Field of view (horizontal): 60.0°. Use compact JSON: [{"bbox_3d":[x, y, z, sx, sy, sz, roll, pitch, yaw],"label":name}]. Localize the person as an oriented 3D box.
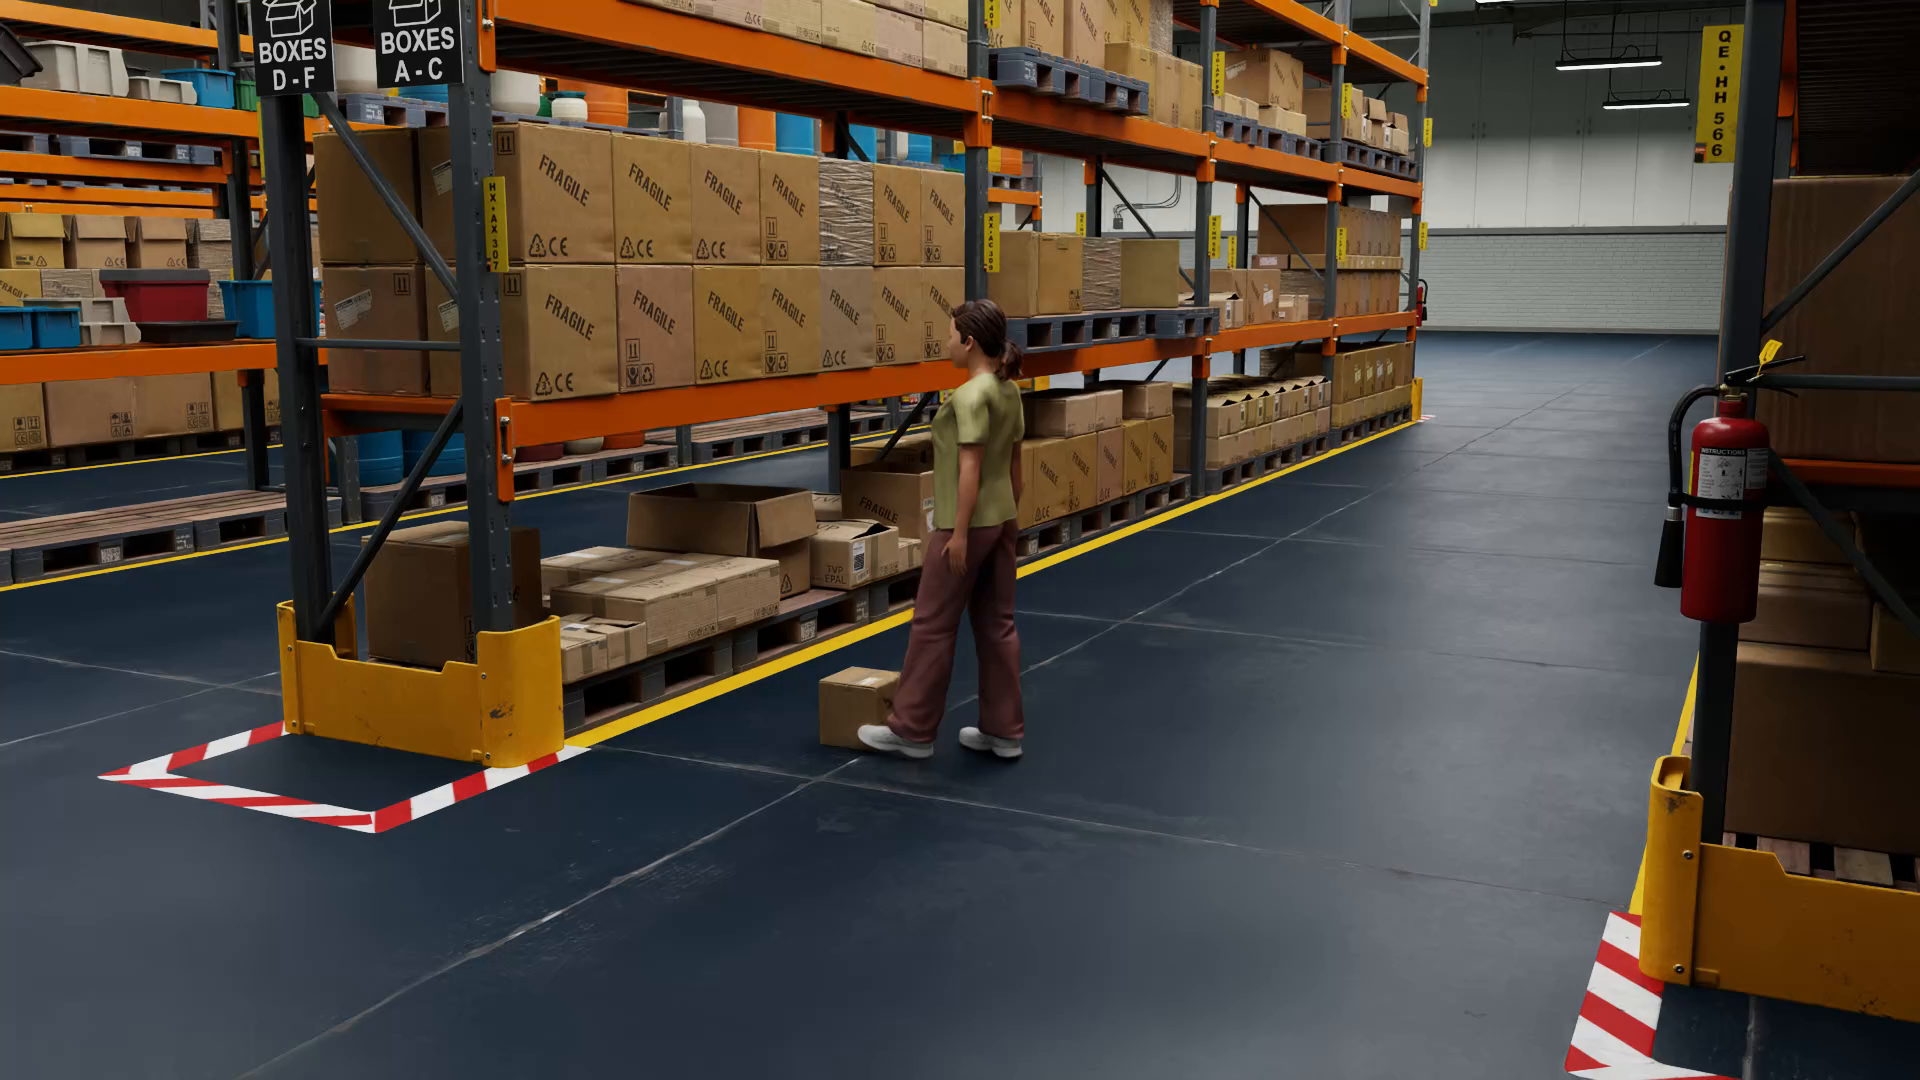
[{"bbox_3d":[-0.052,-0.037,6.069,0.600,1.670,0.476,5,10,26],"label":"person"}]
